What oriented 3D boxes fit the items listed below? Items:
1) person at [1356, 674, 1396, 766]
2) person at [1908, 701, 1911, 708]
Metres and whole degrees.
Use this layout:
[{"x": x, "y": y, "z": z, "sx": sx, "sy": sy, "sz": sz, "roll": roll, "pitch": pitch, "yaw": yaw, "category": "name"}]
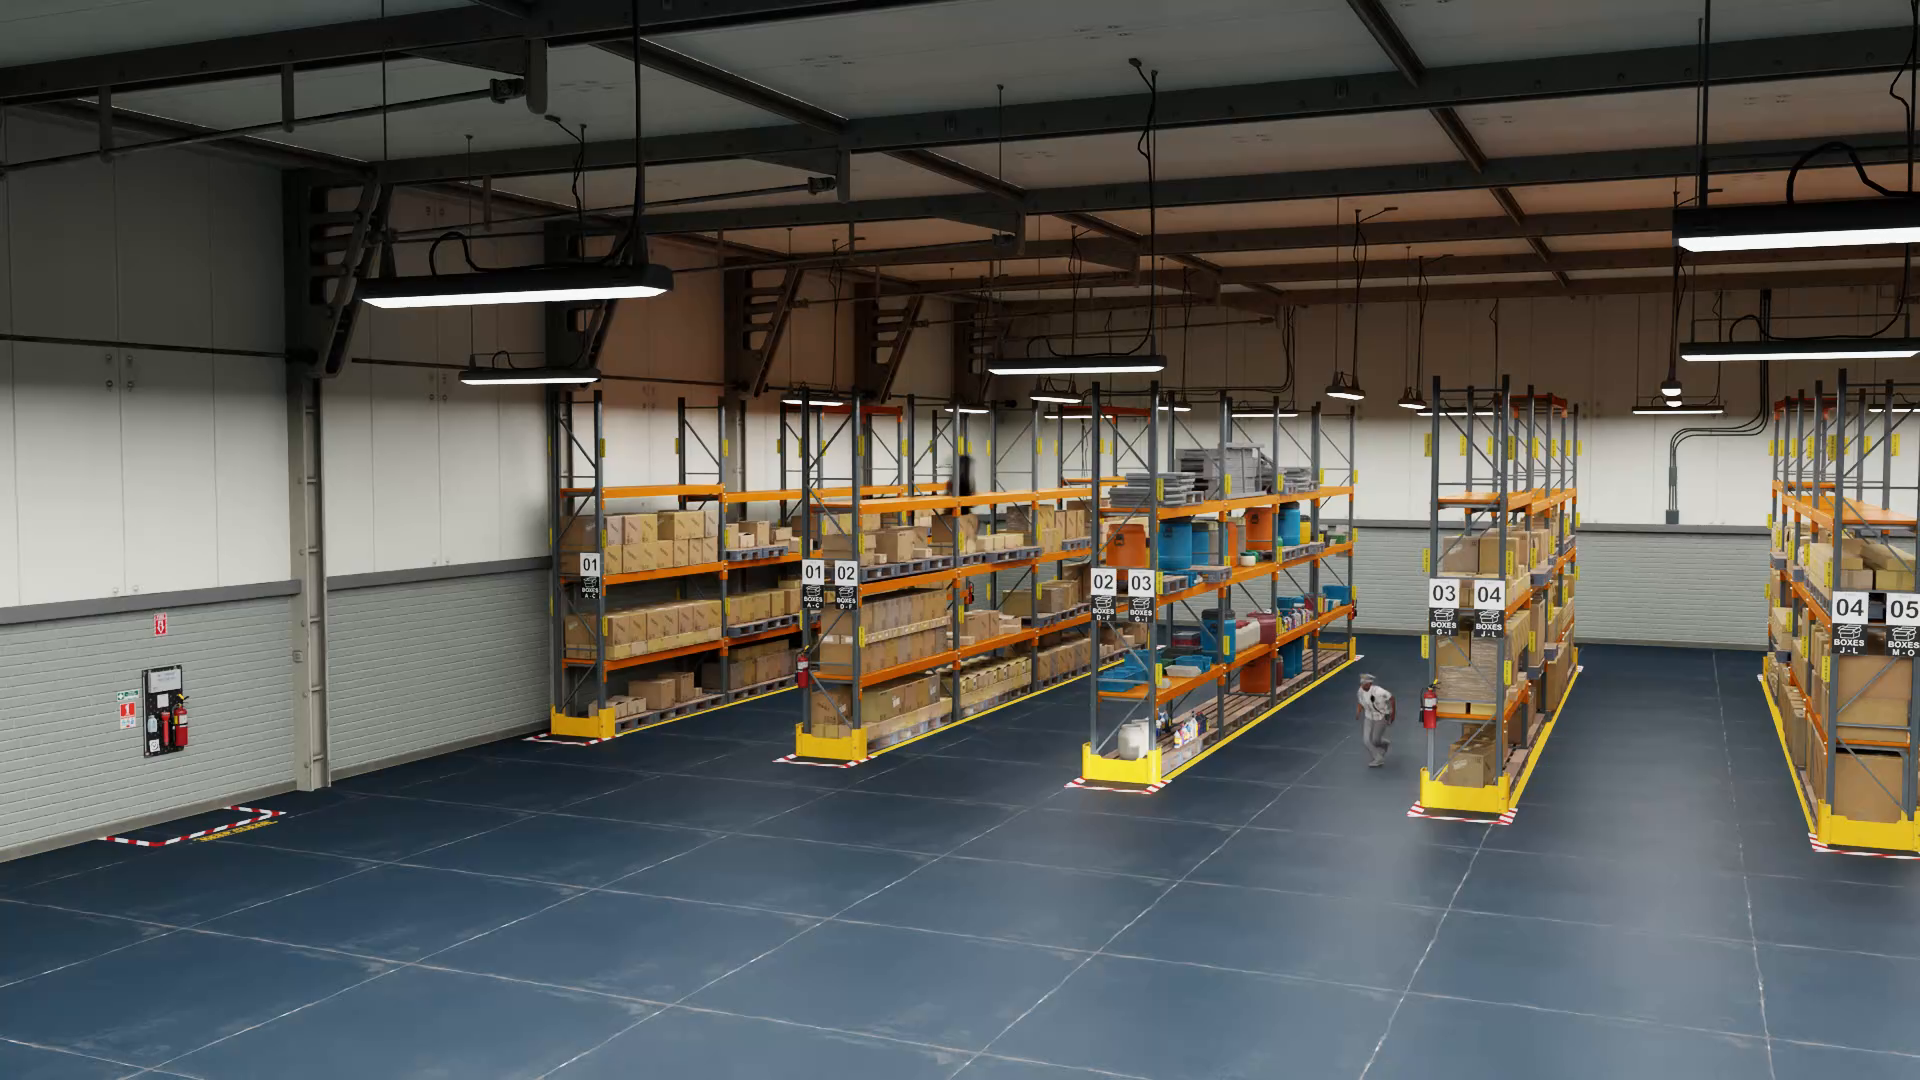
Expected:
[{"x": 6.544, "y": 2.819, "z": 26.070, "sx": 0.589, "sy": 1.494, "sz": 0.824, "roll": 3, "pitch": 4, "yaw": 42, "category": "person"}, {"x": 18.177, "y": 2.412, "z": 31.990, "sx": 0.665, "sy": 1.697, "sz": 0.989, "roll": 1, "pitch": 3, "yaw": 15, "category": "person"}]
